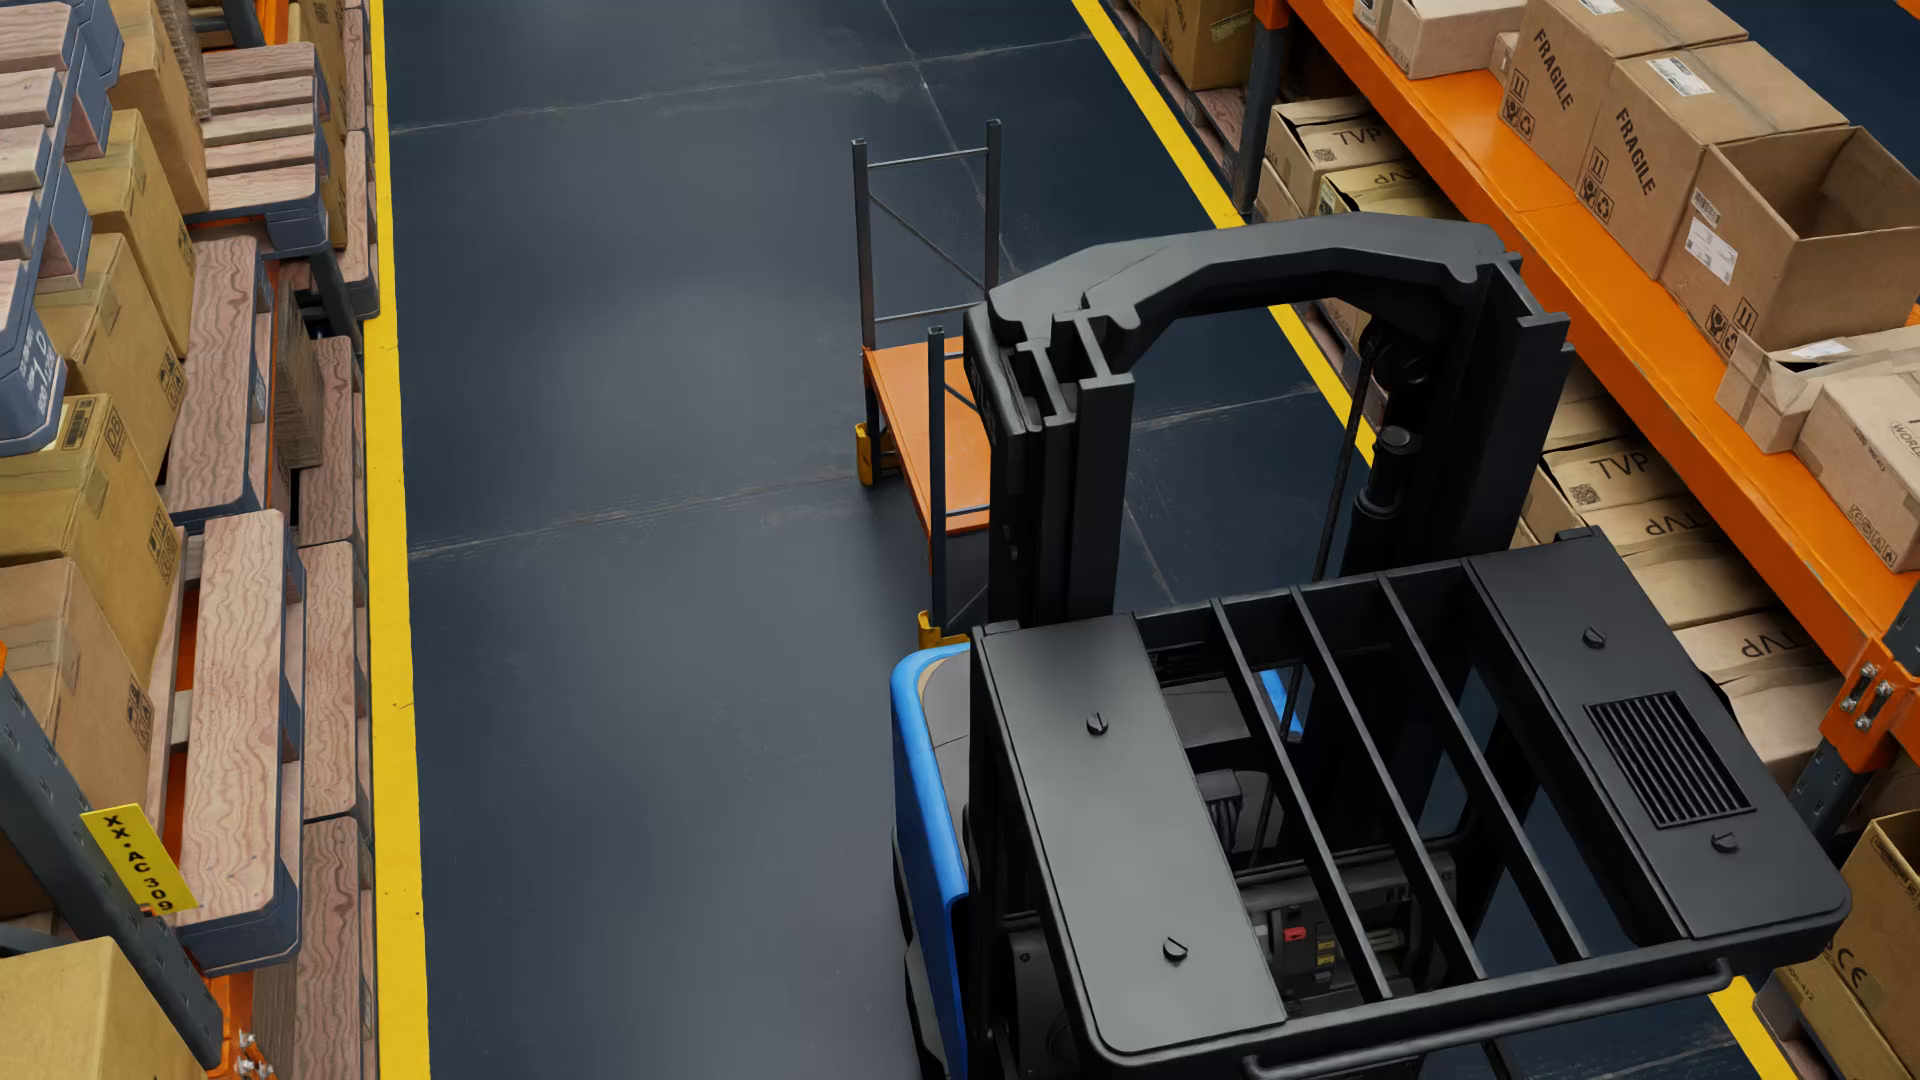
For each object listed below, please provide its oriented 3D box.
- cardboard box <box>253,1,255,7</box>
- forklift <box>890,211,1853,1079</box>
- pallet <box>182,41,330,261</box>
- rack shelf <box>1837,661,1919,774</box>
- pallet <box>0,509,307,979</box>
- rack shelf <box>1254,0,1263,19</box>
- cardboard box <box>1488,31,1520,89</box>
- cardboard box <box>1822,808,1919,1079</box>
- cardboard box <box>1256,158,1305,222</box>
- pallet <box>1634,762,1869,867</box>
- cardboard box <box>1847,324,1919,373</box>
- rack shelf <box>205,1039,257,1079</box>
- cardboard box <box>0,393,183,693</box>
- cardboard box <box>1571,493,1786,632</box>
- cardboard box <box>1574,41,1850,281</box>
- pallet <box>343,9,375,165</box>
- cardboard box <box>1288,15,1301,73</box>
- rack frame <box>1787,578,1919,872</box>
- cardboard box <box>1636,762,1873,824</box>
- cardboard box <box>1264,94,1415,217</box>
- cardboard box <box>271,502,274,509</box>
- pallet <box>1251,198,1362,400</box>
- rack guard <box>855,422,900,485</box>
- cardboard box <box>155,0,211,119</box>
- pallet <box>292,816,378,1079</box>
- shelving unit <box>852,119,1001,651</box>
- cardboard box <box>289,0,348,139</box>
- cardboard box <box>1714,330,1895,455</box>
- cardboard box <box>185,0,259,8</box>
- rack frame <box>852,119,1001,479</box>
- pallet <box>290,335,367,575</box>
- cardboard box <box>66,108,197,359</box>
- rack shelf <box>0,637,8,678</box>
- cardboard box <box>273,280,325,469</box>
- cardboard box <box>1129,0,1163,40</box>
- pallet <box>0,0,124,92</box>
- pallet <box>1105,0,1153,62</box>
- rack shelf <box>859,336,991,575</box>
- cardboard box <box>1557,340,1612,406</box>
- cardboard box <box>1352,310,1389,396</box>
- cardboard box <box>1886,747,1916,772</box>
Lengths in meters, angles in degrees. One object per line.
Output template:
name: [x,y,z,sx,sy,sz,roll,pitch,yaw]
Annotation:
cardboard box: [-2.932,-2.140,6.409,0.380,0.149,0.250,-10,46,-10]
forklift: [0.610,0.988,3.230,1.130,2.935,3.031,-9,46,-9]
pallet: [-2.730,-1.236,5.496,1.213,0.211,1.003,-11,47,-10]
rack shelf: [3.309,1.710,2.978,1.077,0.370,4.000,-11,47,-10]
pallet: [-2.046,0.498,3.796,1.003,0.211,1.213,-11,47,-10]
rack shelf: [1.260,-3.813,8.391,1.077,0.370,4.000,-11,47,-10]
cardboard box: [2.153,-1.726,6.017,0.380,0.149,0.250,-8,46,-7]
cardboard box: [2.613,1.008,4.268,0.500,0.500,0.500,-11,47,-10]
cardboard box: [1.623,-1.454,7.206,0.500,0.250,0.500,-11,47,-10]
pallet: [2.570,0.552,5.561,1.003,0.211,1.213,-11,47,-10]
cardboard box: [2.767,-0.484,4.800,0.380,0.149,0.250,-11,47,-10]
rack shelf: [-1.479,2.618,2.088,1.077,0.370,4.000,-11,47,-10]
cardboard box: [-2.225,0.052,3.721,0.700,0.500,0.500,-6,46,-6]
cardboard box: [2.276,0.111,5.279,0.500,0.311,0.500,-10,46,-9]
cardboard box: [2.353,-1.200,5.256,0.500,0.500,0.500,-11,47,-10]
pallet: [-3.453,-2.199,8.257,1.003,0.211,1.213,-11,47,-10]
cardboard box: [1.793,-2.690,8.229,0.500,0.500,0.500,-12,47,-12]
rack frame: [2.797,0.077,4.074,1.000,3.000,0.127,-11,47,-10]
cardboard box: [2.410,0.659,5.135,0.500,0.250,0.500,-11,47,-11]
cardboard box: [1.623,-1.650,7.005,0.500,0.311,0.500,-9,46,-9]
cardboard box: [-2.606,0.147,5.448,0.700,0.500,0.500,-11,47,-11]
pallet: [1.946,-1.133,7.212,1.003,0.211,1.213,-11,47,-10]
rack guard: [-0.108,-0.379,6.446,0.587,0.250,0.087,-11,47,-10]
cardboard box: [-2.885,-1.642,5.381,0.700,0.500,0.500,-16,48,-15]
pallet: [-2.192,1.424,4.706,1.003,0.211,1.213,-11,47,-10]
shelving unit: [0.020,-0.472,5.663,0.587,1.500,1.083,-11,47,-10]
cardboard box: [-3.295,-2.308,7.623,0.750,0.750,0.750,-11,47,-11]
cardboard box: [2.394,-0.449,4.684,0.396,0.266,0.258,-12,47,-11]
cardboard box: [-2.892,-2.304,6.116,0.500,0.500,0.500,-9,46,-9]
rack frame: [-0.108,-0.817,6.001,0.500,1.500,0.032,-11,47,-10]
pallet: [-2.817,-0.260,6.357,1.003,0.211,1.213,-11,47,-10]
cardboard box: [-2.545,-0.786,4.542,0.700,0.500,0.500,-11,47,-10]
rack shelf: [-2.503,-1.193,3.723,1.077,0.370,4.000,-11,47,-10]
cardboard box: [-2.780,-0.568,6.148,0.700,0.500,0.500,-10,46,-10]
cardboard box: [1.174,-2.924,8.457,0.500,0.500,0.500,-12,47,-12]
pallet: [-2.315,-1.160,3.318,1.213,0.211,1.003,-11,47,-10]
pallet: [1.309,-3.071,9.112,1.003,0.211,1.213,-11,47,-10]
rack shelf: [0.022,-0.340,5.785,0.538,0.185,1.000,-11,47,-10]
cardboard box: [2.026,-0.581,5.958,0.500,0.311,0.500,-11,47,-11]
cardboard box: [1.891,-0.749,6.515,0.500,0.250,0.500,-12,47,-11]
cardboard box: [2.932,0.366,5.030,0.500,0.311,0.500,-11,47,-10]
